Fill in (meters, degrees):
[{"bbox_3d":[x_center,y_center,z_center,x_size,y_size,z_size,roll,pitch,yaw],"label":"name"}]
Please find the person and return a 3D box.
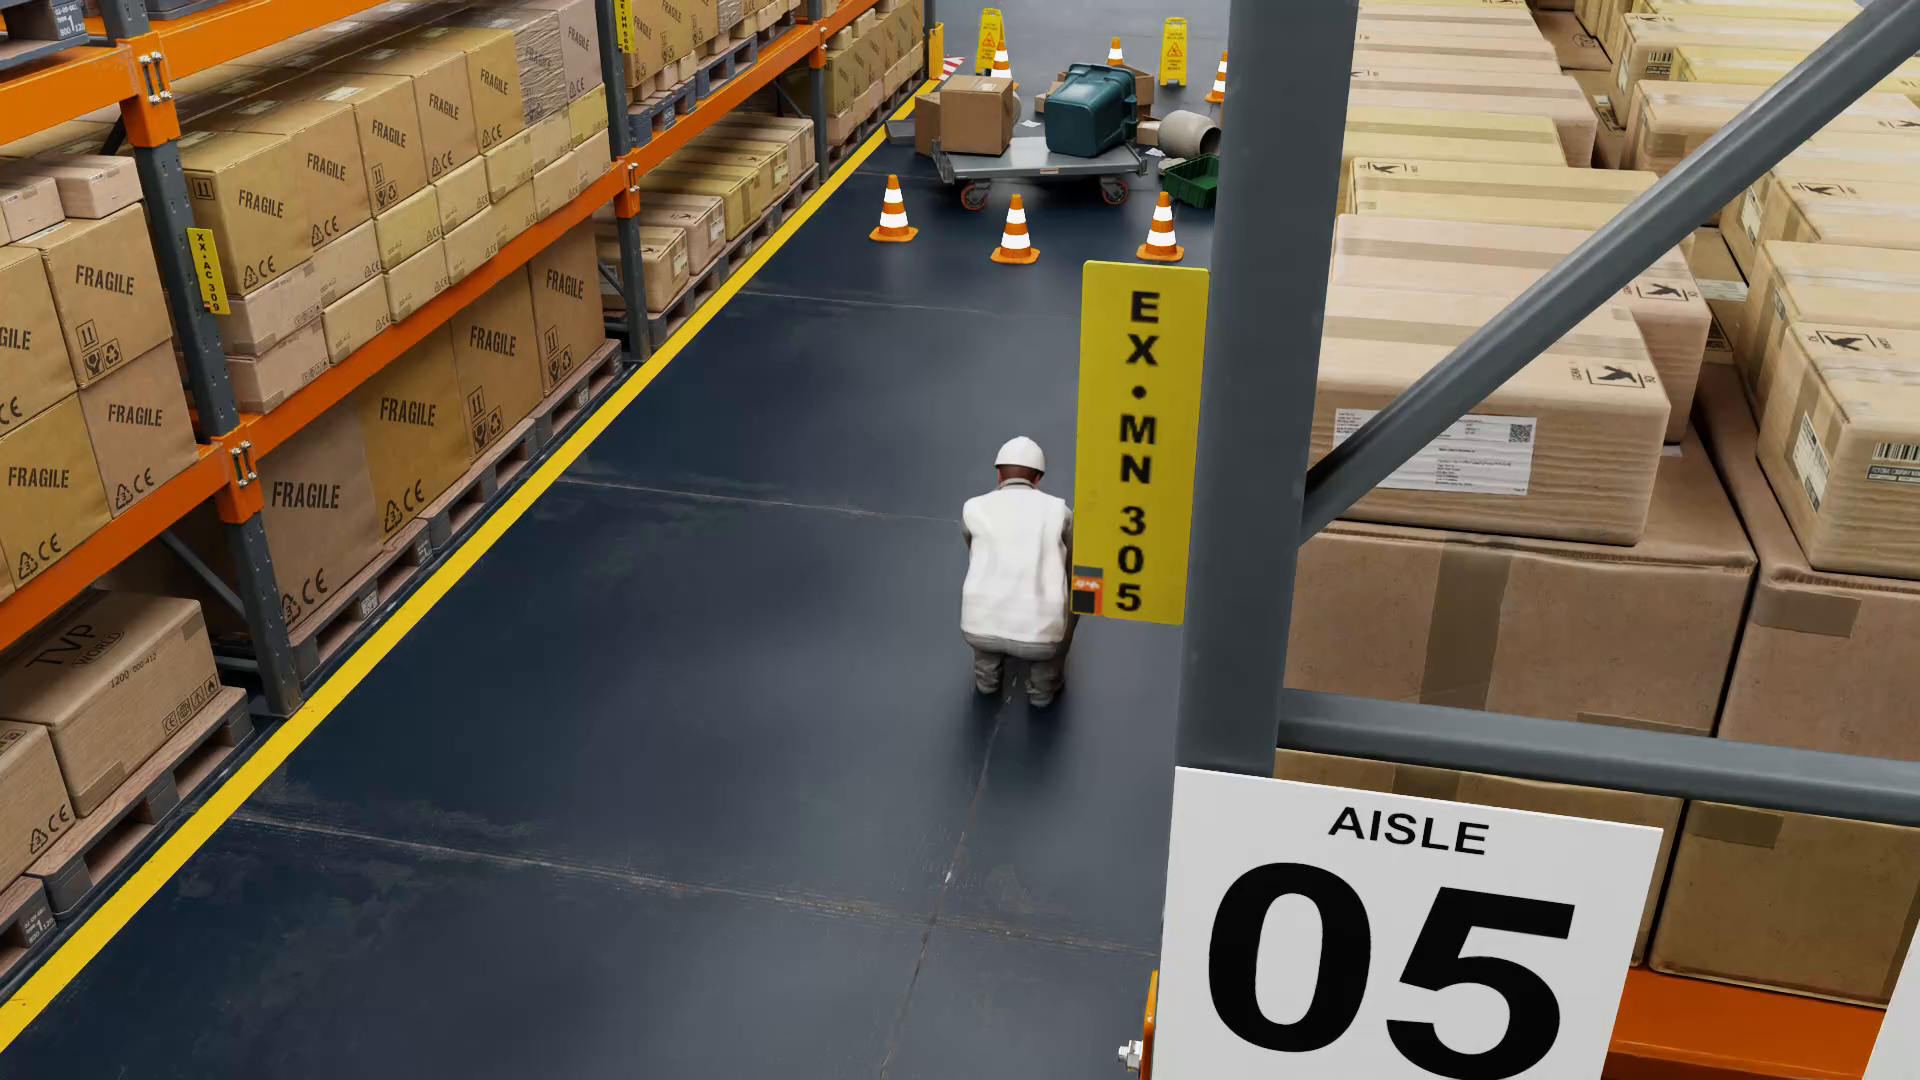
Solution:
[{"bbox_3d":[0.258,0.139,7.153,0.530,1.009,0.868,6,29,10],"label":"person"}]
